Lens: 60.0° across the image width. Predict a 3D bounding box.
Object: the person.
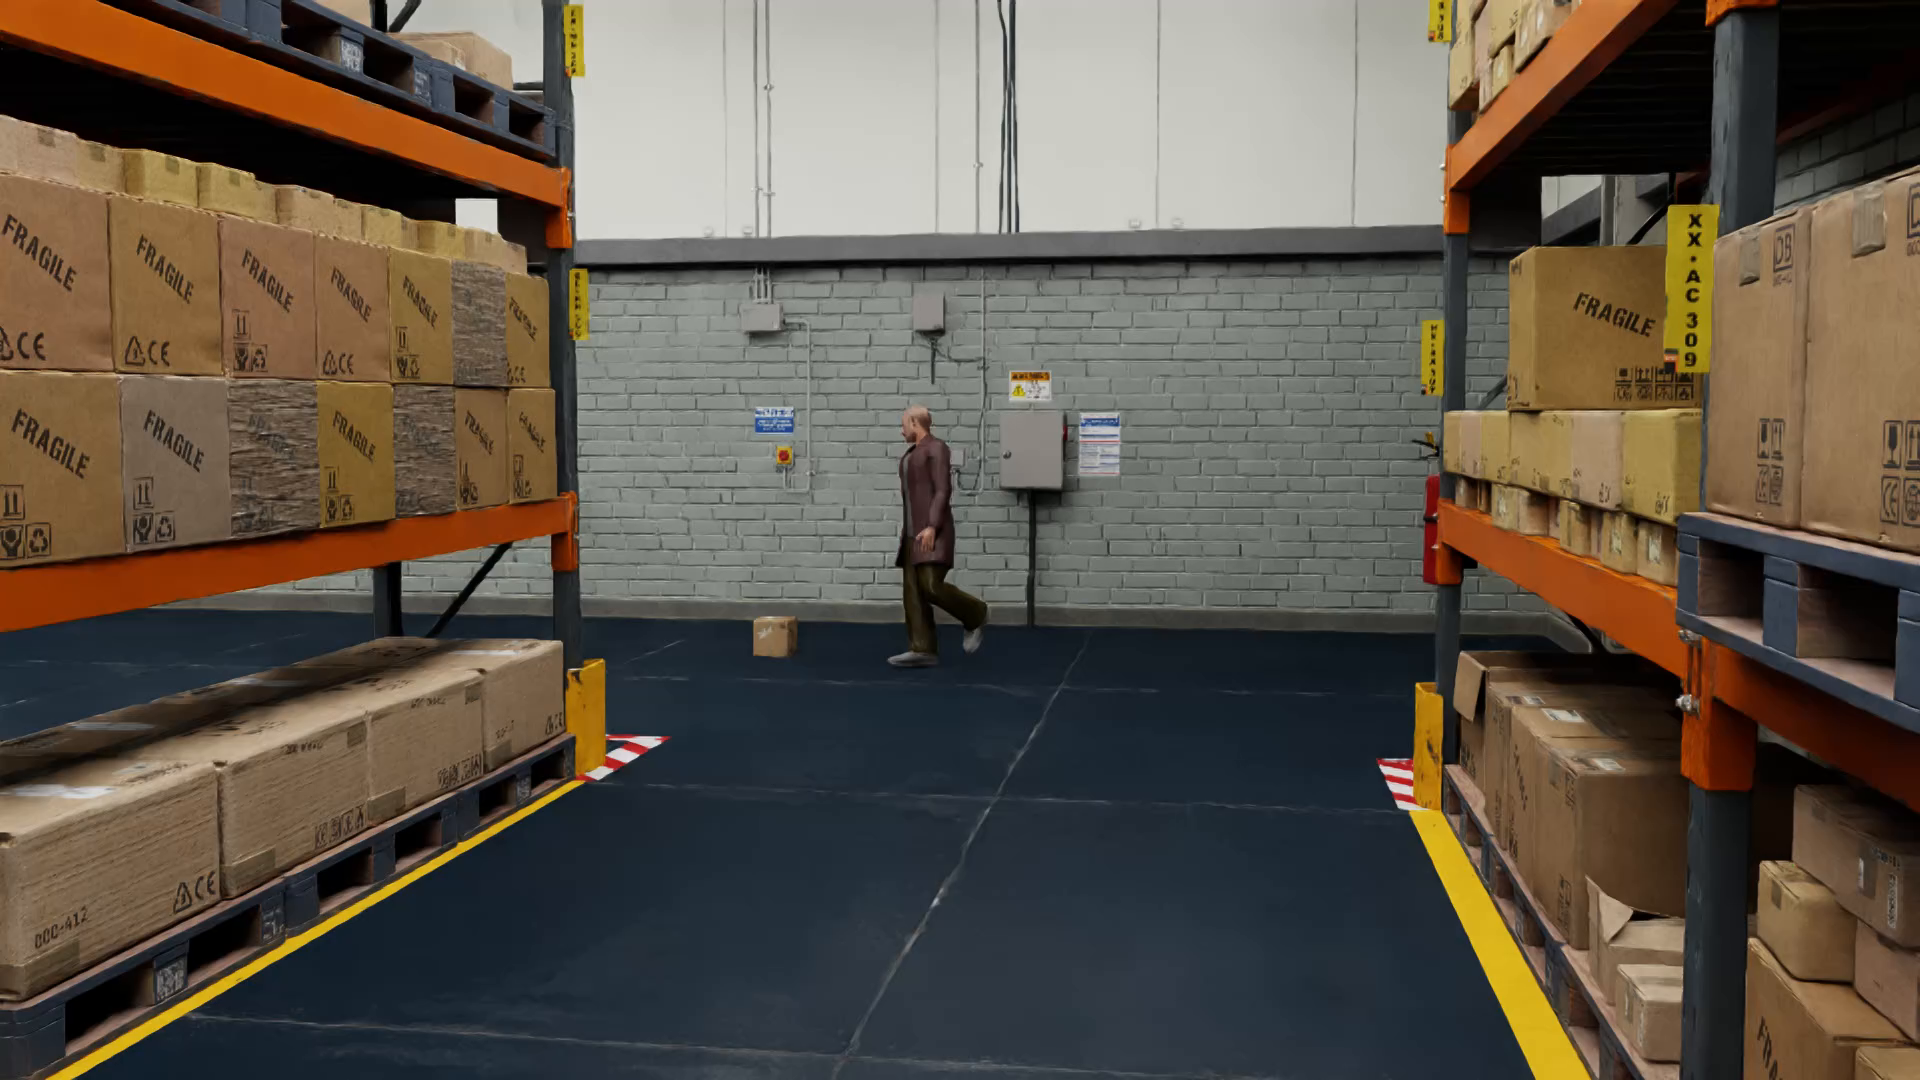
[{"bbox_3d":[-0.182,-0.036,11.219,0.778,1.749,0.625,-2,5,-28],"label":"person"}]
